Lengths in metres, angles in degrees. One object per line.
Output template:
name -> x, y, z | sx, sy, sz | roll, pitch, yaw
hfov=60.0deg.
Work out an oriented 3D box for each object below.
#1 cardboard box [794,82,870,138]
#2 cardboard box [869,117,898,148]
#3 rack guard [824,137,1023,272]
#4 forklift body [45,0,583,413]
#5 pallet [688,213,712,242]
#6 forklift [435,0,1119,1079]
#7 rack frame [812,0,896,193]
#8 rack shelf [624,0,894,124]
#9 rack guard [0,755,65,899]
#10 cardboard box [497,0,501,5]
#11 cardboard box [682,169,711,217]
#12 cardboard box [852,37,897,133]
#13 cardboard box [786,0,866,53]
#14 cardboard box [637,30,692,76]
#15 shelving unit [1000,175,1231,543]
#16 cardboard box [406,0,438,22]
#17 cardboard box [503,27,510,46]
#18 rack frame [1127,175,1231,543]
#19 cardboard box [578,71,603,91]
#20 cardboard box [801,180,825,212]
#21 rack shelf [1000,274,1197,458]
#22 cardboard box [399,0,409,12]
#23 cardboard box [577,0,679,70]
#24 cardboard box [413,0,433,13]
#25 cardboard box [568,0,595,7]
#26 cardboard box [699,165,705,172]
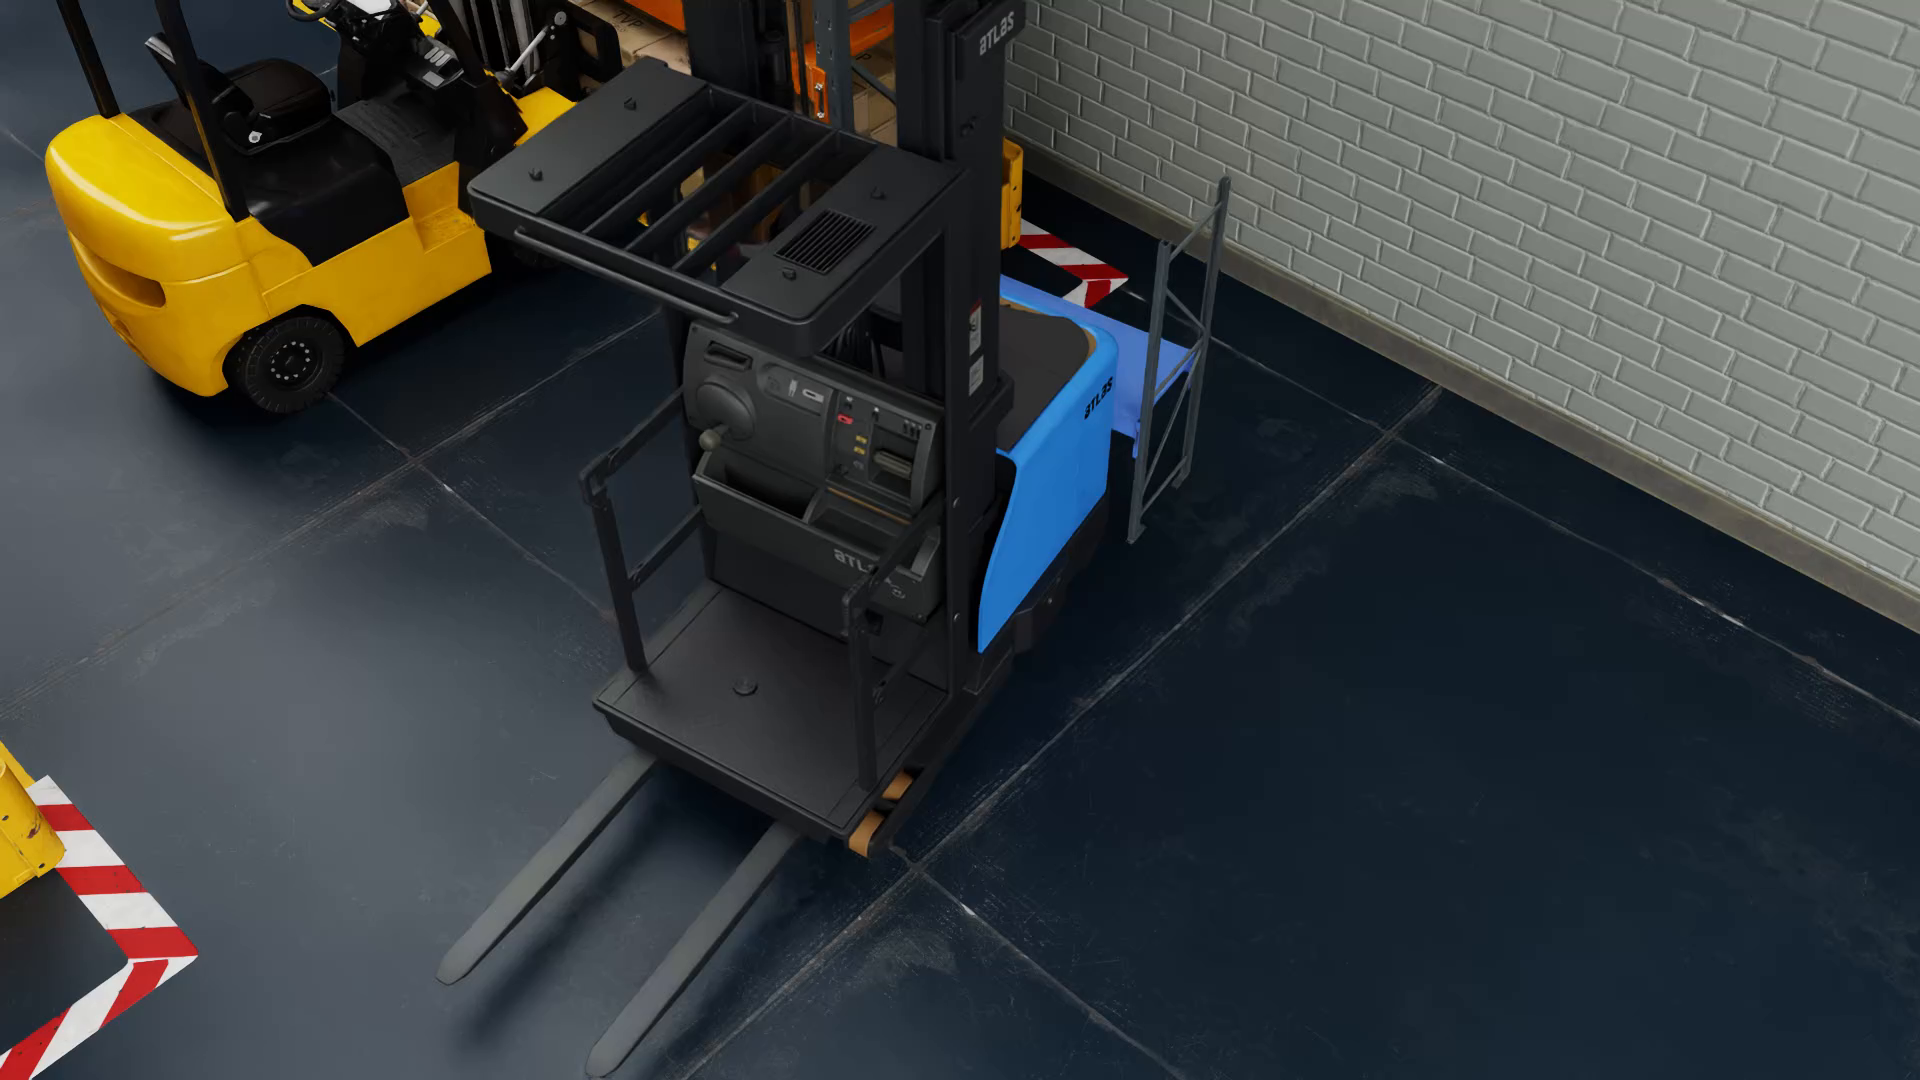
cardboard box -> -0.763, -1.925, 7.521 | 0.500, 0.250, 0.500 | 36, 56, 29
cardboard box -> -0.417, -2.037, 7.969 | 0.500, 0.250, 0.500 | 35, 56, 28
rack guard -> -0.195, -1.452, 7.879 | 0.348, 0.500, 1.175 | 34, 55, 28
forklift body -> -2.843, -1.989, 7.251 | 1.214, 2.155, 2.313 | 34, 55, 28
pallet -> -0.803, -1.721, 8.329 | 1.213, 0.211, 1.003 | 34, 55, 28
forklift -> -0.593, -0.288, 5.118 | 1.130, 2.935, 3.031 | 24, 51, 21
rack frame -> -0.213, -2.320, 6.979 | 0.127, 3.000, 1.000 | 34, 55, 28
rack shelf -> -1.682, -3.062, 8.170 | 4.000, 0.370, 1.077 | 34, 55, 28
rack guard -> -3.632, 1.159, 5.427 | 0.348, 0.500, 1.175 | 34, 55, 28
cardboard box -> -2.267, -2.937, 8.471 | 0.500, 0.250, 0.500 | 36, 56, 29
cardboard box -> -1.131, -1.836, 8.123 | 0.500, 0.250, 0.500 | 34, 55, 28
cardboard box -> -0.437, -2.203, 7.782 | 0.500, 0.250, 0.500 | 33, 55, 27
cardboard box -> -0.752, -2.456, 7.039 | 0.500, 0.500, 0.500 | 33, 55, 27
cardboard box -> -1.142, -2.174, 7.755 | 0.500, 0.250, 0.500 | 35, 56, 28
shelving unit -> 0.412, -0.861, 6.638 | 1.048, 1.500, 0.538 | 26, 52, 22
cardboard box -> -2.637, -2.841, 9.066 | 0.500, 0.250, 0.500 | 33, 55, 27
cardboard box -> -2.273, -2.764, 8.651 | 0.500, 0.250, 0.500 | 33, 55, 27
rack frame -> 0.837, -0.658, 6.447 | 0.032, 1.500, 0.500 | 26, 52, 22
cardboard box -> -1.537, -2.264, 8.182 | 0.500, 0.250, 0.500 | 33, 55, 27
cardboard box -> -0.782, -1.766, 7.715 | 0.500, 0.250, 0.500 | 33, 55, 27
rack shelf -> 0.412, -0.737, 6.769 | 1.000, 0.185, 0.538 | 26, 52, 22
cardboard box -> -3.021, -3.083, 9.294 | 0.500, 0.250, 0.500 | 34, 56, 28
cardboard box -> -1.519, -2.418, 7.984 | 0.500, 0.250, 0.500 | 35, 56, 28
cardboard box -> -2.634, -3.019, 8.890 | 0.500, 0.250, 0.500 | 34, 55, 27
cardboard box -> -1.887, -2.673, 8.223 | 0.500, 0.250, 0.500 | 33, 55, 27
cardboard box -> -1.144, -2.020, 7.953 | 0.500, 0.250, 0.500 | 33, 55, 27
